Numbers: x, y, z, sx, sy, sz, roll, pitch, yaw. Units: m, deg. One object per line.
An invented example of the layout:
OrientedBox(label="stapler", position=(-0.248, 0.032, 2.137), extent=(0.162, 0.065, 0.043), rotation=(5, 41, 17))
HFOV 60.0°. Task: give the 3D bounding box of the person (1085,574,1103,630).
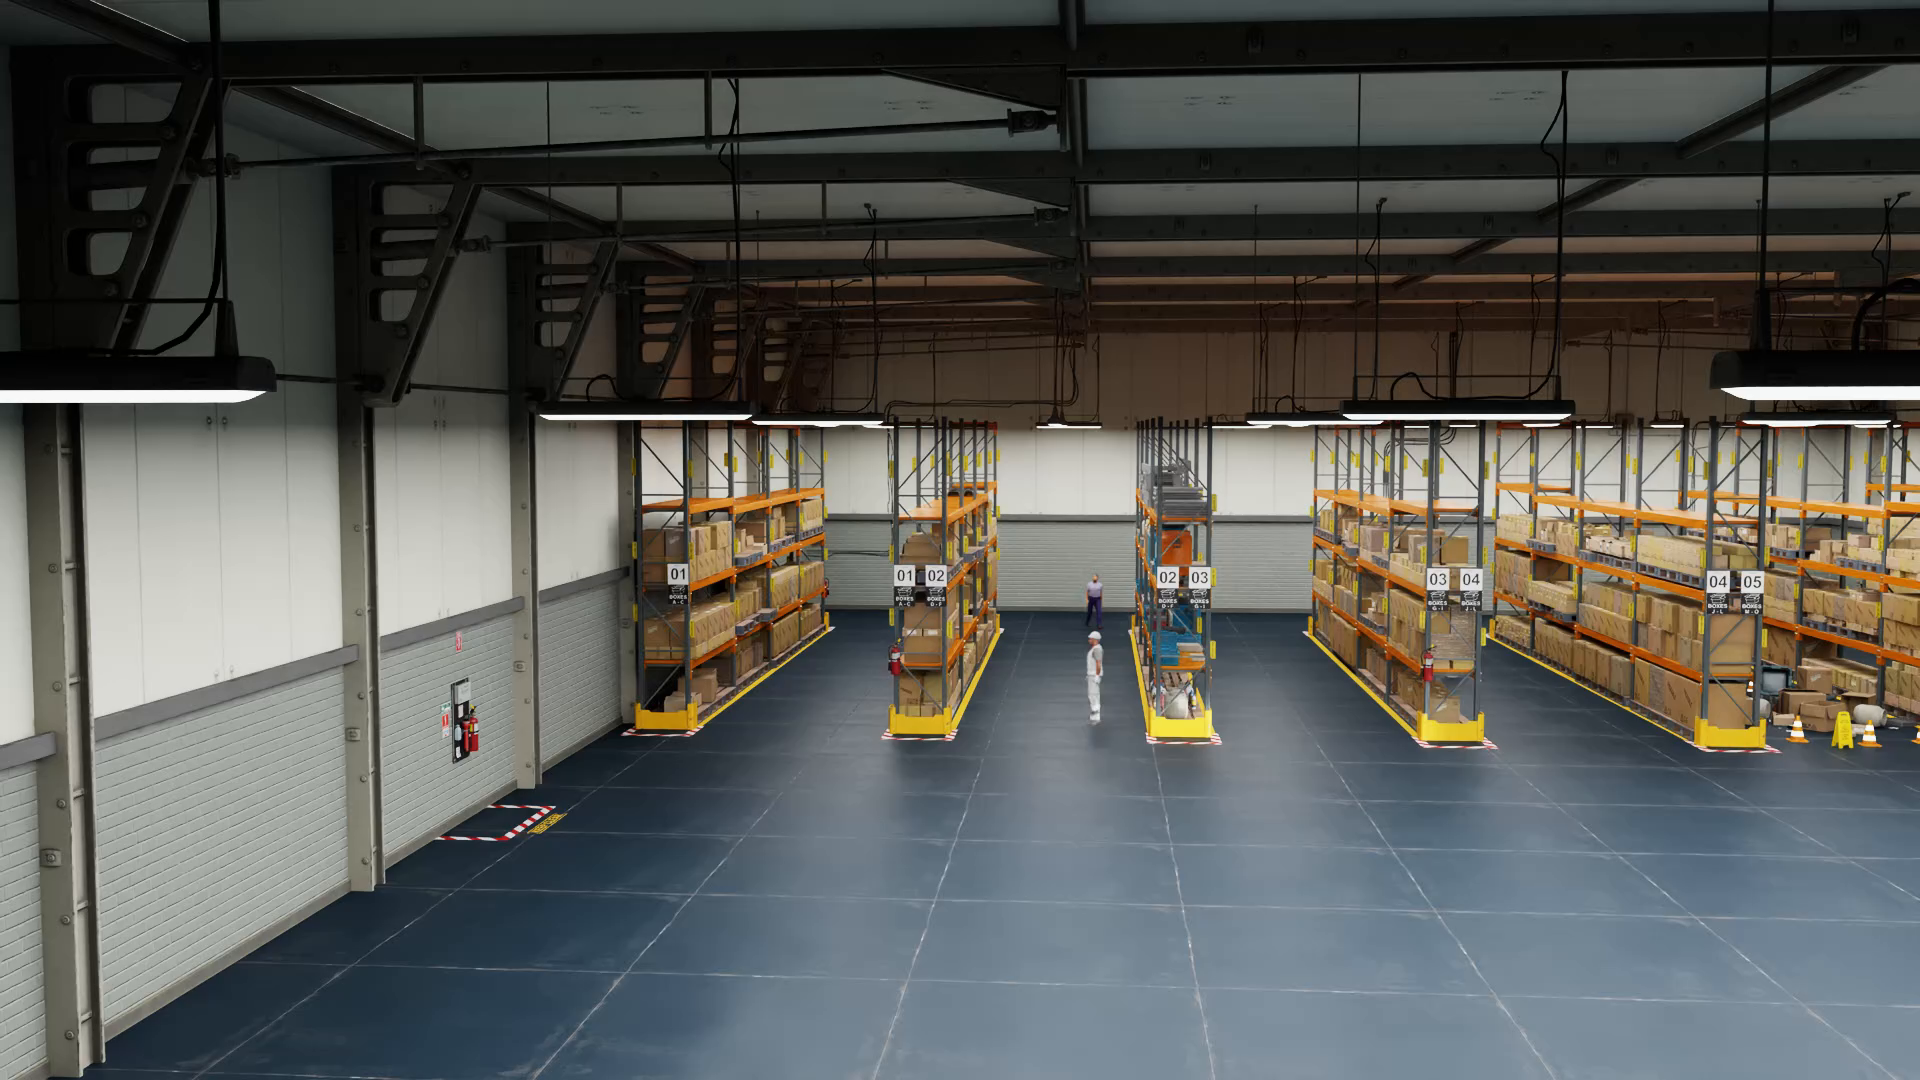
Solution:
OrientedBox(label="person", position=(3.885, 1.782, 48.174), extent=(0.528, 1.593, 0.988), rotation=(-1, 4, -10))

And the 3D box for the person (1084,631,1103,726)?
OrientedBox(label="person", position=(2.615, 2.708, 32.585), extent=(0.373, 1.828, 0.620), rotation=(0, 4, 2))

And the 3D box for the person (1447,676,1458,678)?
OrientedBox(label="person", position=(11.449, 2.346, 38.873), extent=(0.445, 1.686, 0.506), rotation=(-2, 4, -29))
